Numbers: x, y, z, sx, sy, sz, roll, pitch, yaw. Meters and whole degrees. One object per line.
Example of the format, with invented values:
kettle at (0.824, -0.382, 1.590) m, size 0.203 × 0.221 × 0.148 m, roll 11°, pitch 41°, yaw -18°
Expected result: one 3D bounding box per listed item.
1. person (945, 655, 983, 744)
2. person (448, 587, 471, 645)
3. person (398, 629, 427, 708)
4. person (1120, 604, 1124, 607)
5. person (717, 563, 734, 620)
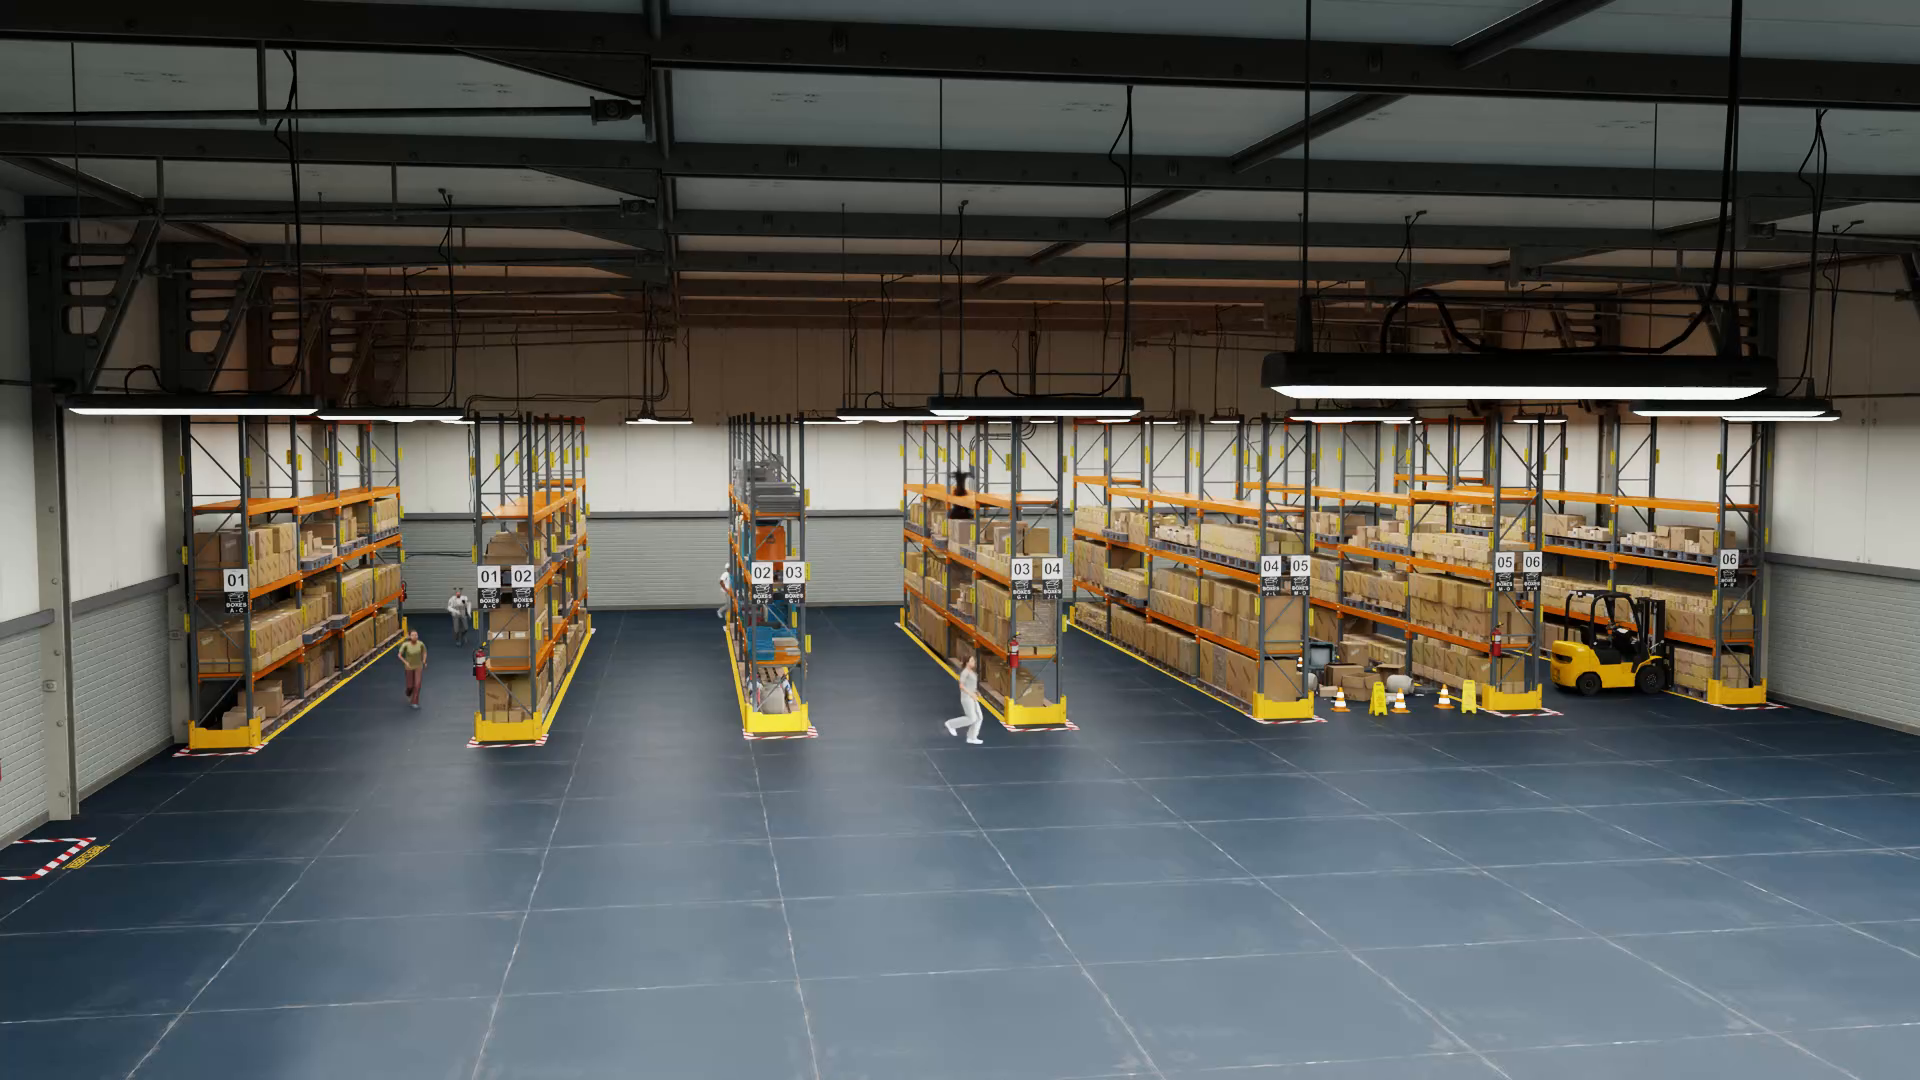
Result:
person at (0.085, 2.874, 30.087) m, size 0.688 × 1.622 × 0.577 m, roll 1°, pitch 4°, yaw 15°
person at (-13.063, 1.989, 43.419) m, size 0.608 × 1.576 × 0.746 m, roll -2°, pitch 4°, yaw -22°
person at (-11.196, 2.615, 34.020) m, size 0.579 × 1.613 × 0.645 m, roll -2°, pitch 4°, yaw -26°
person at (5.056, 1.630, 49.220) m, size 0.994 × 1.534 × 0.590 m, roll 2°, pitch 4°, yaw 22°
person at (-6.883, 1.530, 49.311) m, size 0.551 × 1.682 × 0.761 m, roll 1°, pitch 4°, yaw 8°
